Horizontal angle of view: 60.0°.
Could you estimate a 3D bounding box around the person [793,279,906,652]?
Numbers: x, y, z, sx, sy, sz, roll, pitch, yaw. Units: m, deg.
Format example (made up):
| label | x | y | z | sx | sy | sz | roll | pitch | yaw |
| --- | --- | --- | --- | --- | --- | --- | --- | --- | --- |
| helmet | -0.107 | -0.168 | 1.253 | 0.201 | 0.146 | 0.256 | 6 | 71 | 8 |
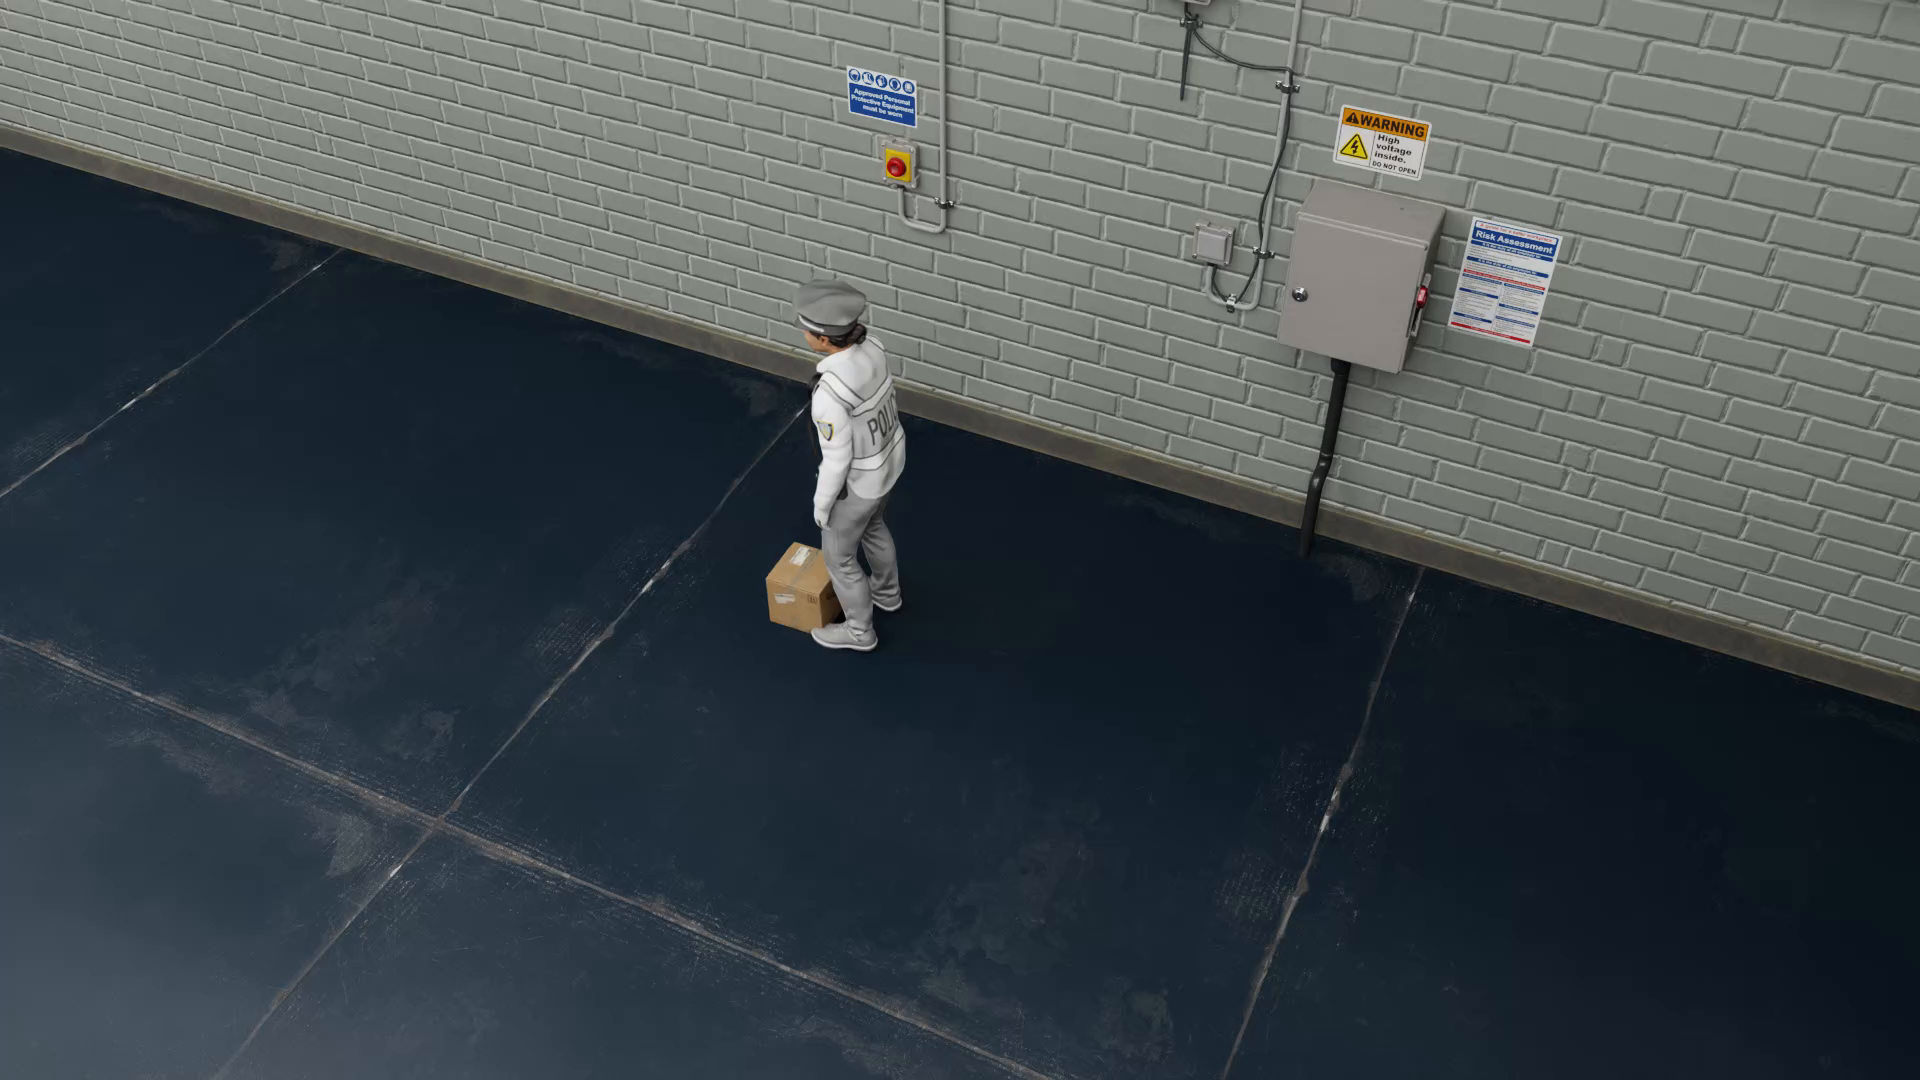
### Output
| label | x | y | z | sx | sy | sz | roll | pitch | yaw |
| --- | --- | --- | --- | --- | --- | --- | --- | --- | --- |
| person | -0.412 | -0.252 | 6.435 | 0.369 | 1.663 | 0.518 | 16 | 45 | 17 |
